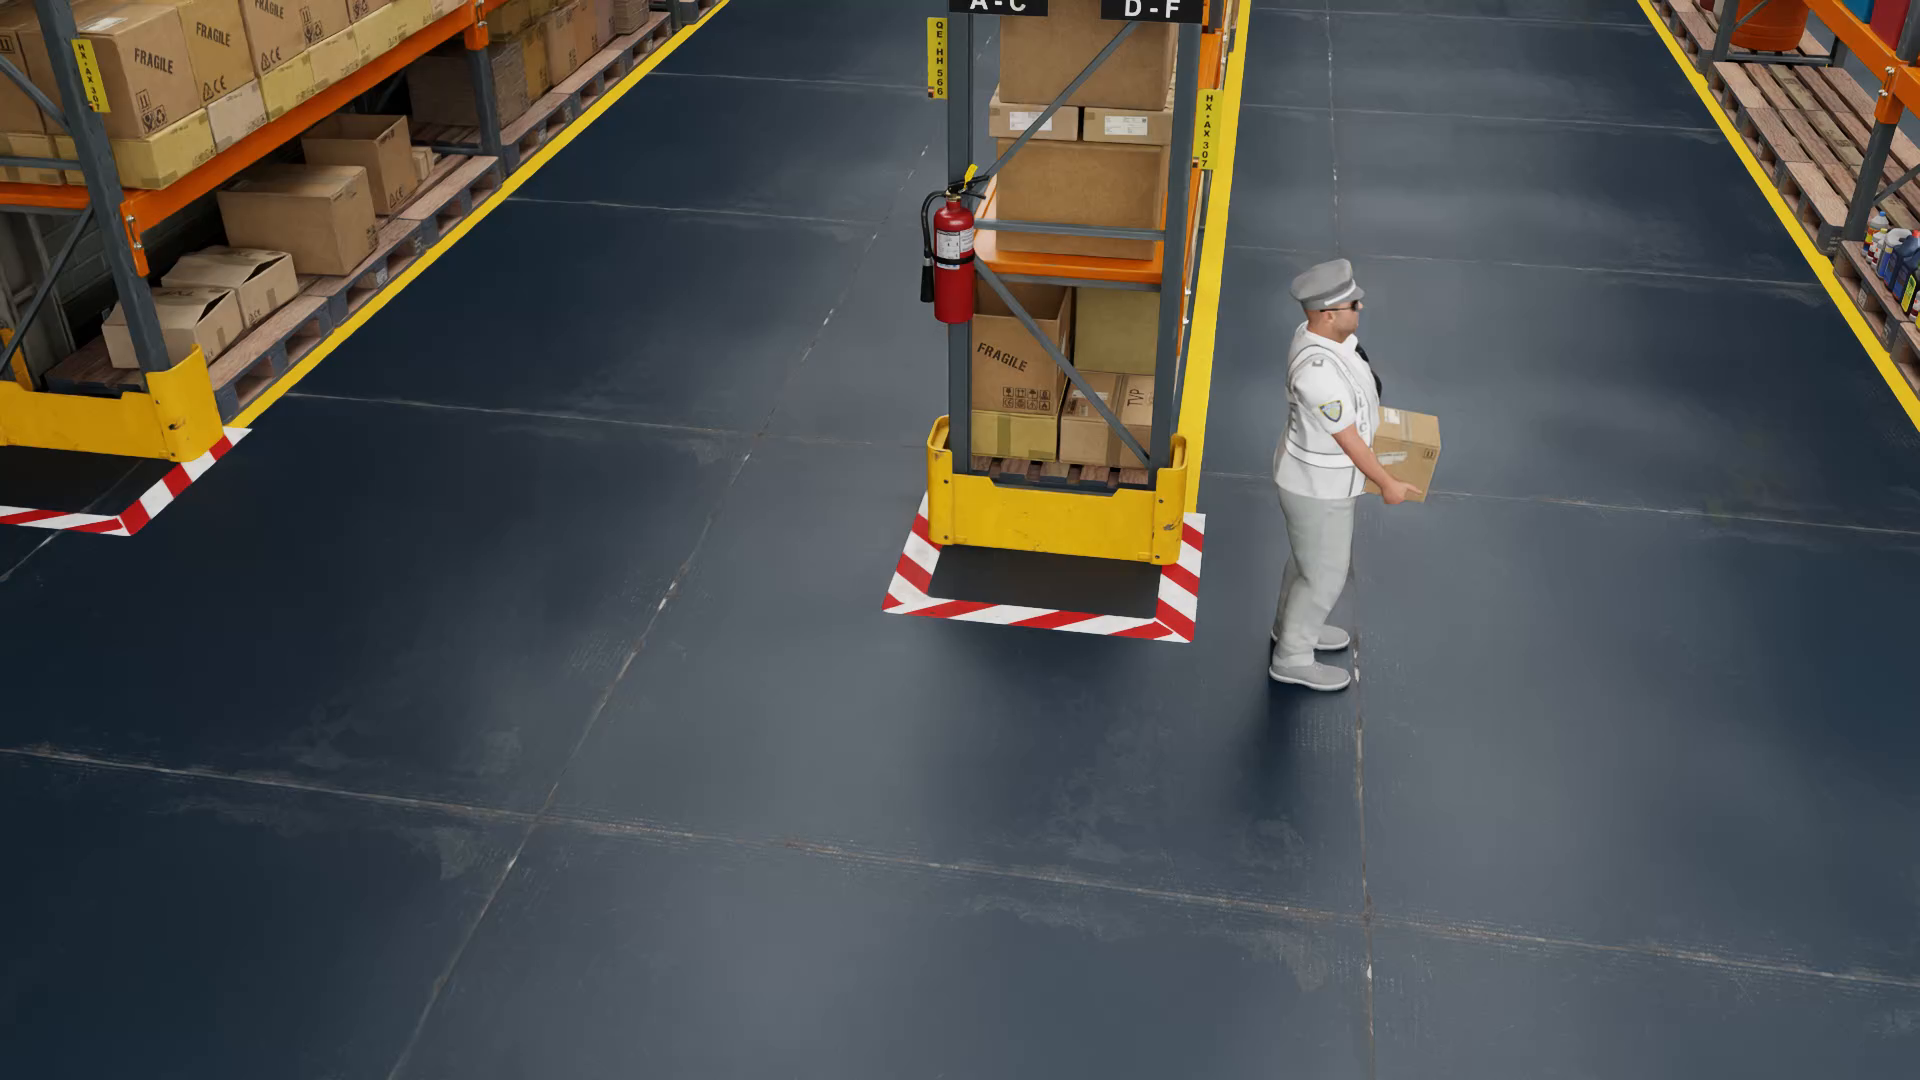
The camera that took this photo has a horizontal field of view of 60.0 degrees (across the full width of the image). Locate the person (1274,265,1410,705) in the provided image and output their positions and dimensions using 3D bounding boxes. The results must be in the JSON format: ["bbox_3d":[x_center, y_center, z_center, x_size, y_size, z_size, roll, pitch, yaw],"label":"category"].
[{"bbox_3d":[1.440,-0.236,6.504,0.429,1.749,0.605,4,32,6],"label":"person"}]
